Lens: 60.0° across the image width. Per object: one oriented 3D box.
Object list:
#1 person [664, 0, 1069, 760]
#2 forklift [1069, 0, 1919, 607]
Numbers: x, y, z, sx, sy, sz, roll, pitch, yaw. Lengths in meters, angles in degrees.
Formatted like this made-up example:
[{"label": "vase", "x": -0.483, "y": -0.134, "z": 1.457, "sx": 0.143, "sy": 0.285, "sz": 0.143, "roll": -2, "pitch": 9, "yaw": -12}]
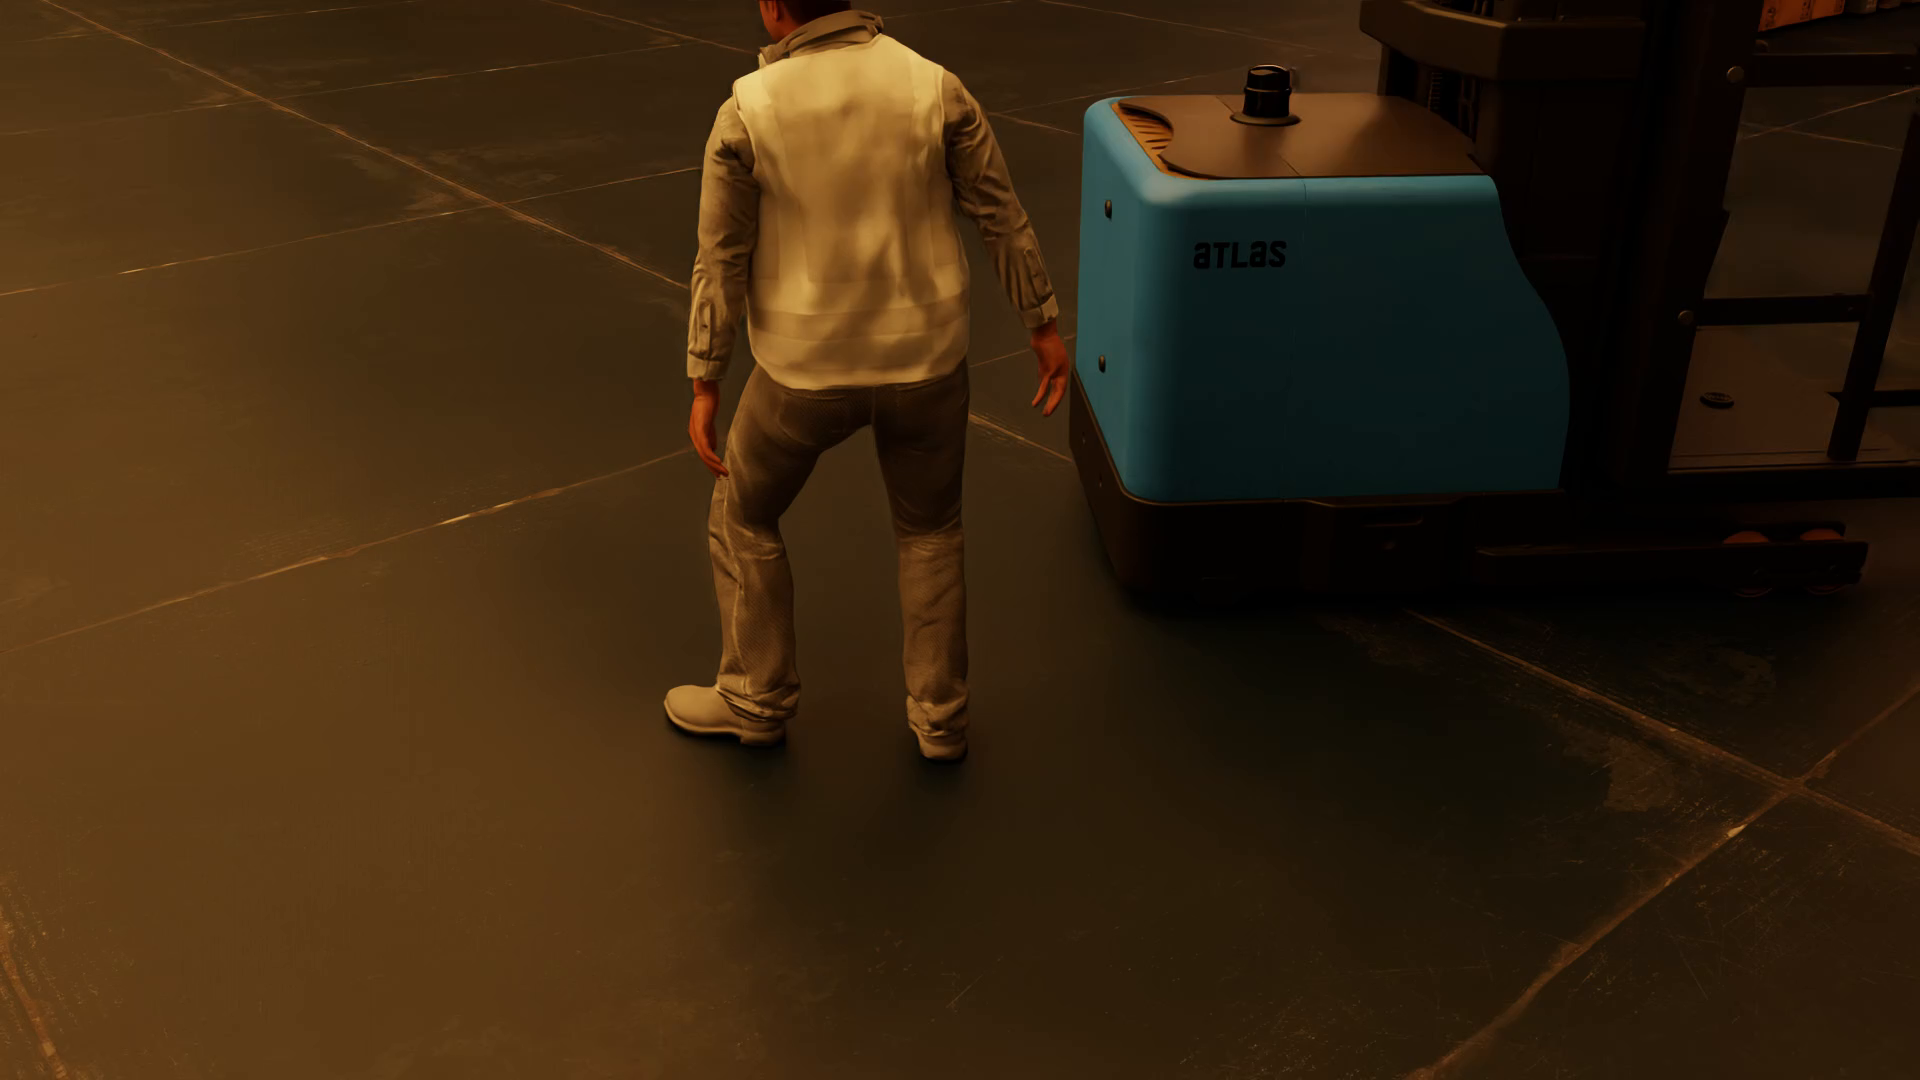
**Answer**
[{"label": "person", "x": -0.219, "y": -0.369, "z": 3.333, "sx": 0.867, "sy": 1.745, "sz": 0.467, "roll": -4, "pitch": 27, "yaw": -8}, {"label": "forklift", "x": 1.866, "y": -1.400, "z": 4.025, "sx": 3.031, "sy": 2.935, "sz": 1.130, "roll": -2, "pitch": 26, "yaw": -4}]
